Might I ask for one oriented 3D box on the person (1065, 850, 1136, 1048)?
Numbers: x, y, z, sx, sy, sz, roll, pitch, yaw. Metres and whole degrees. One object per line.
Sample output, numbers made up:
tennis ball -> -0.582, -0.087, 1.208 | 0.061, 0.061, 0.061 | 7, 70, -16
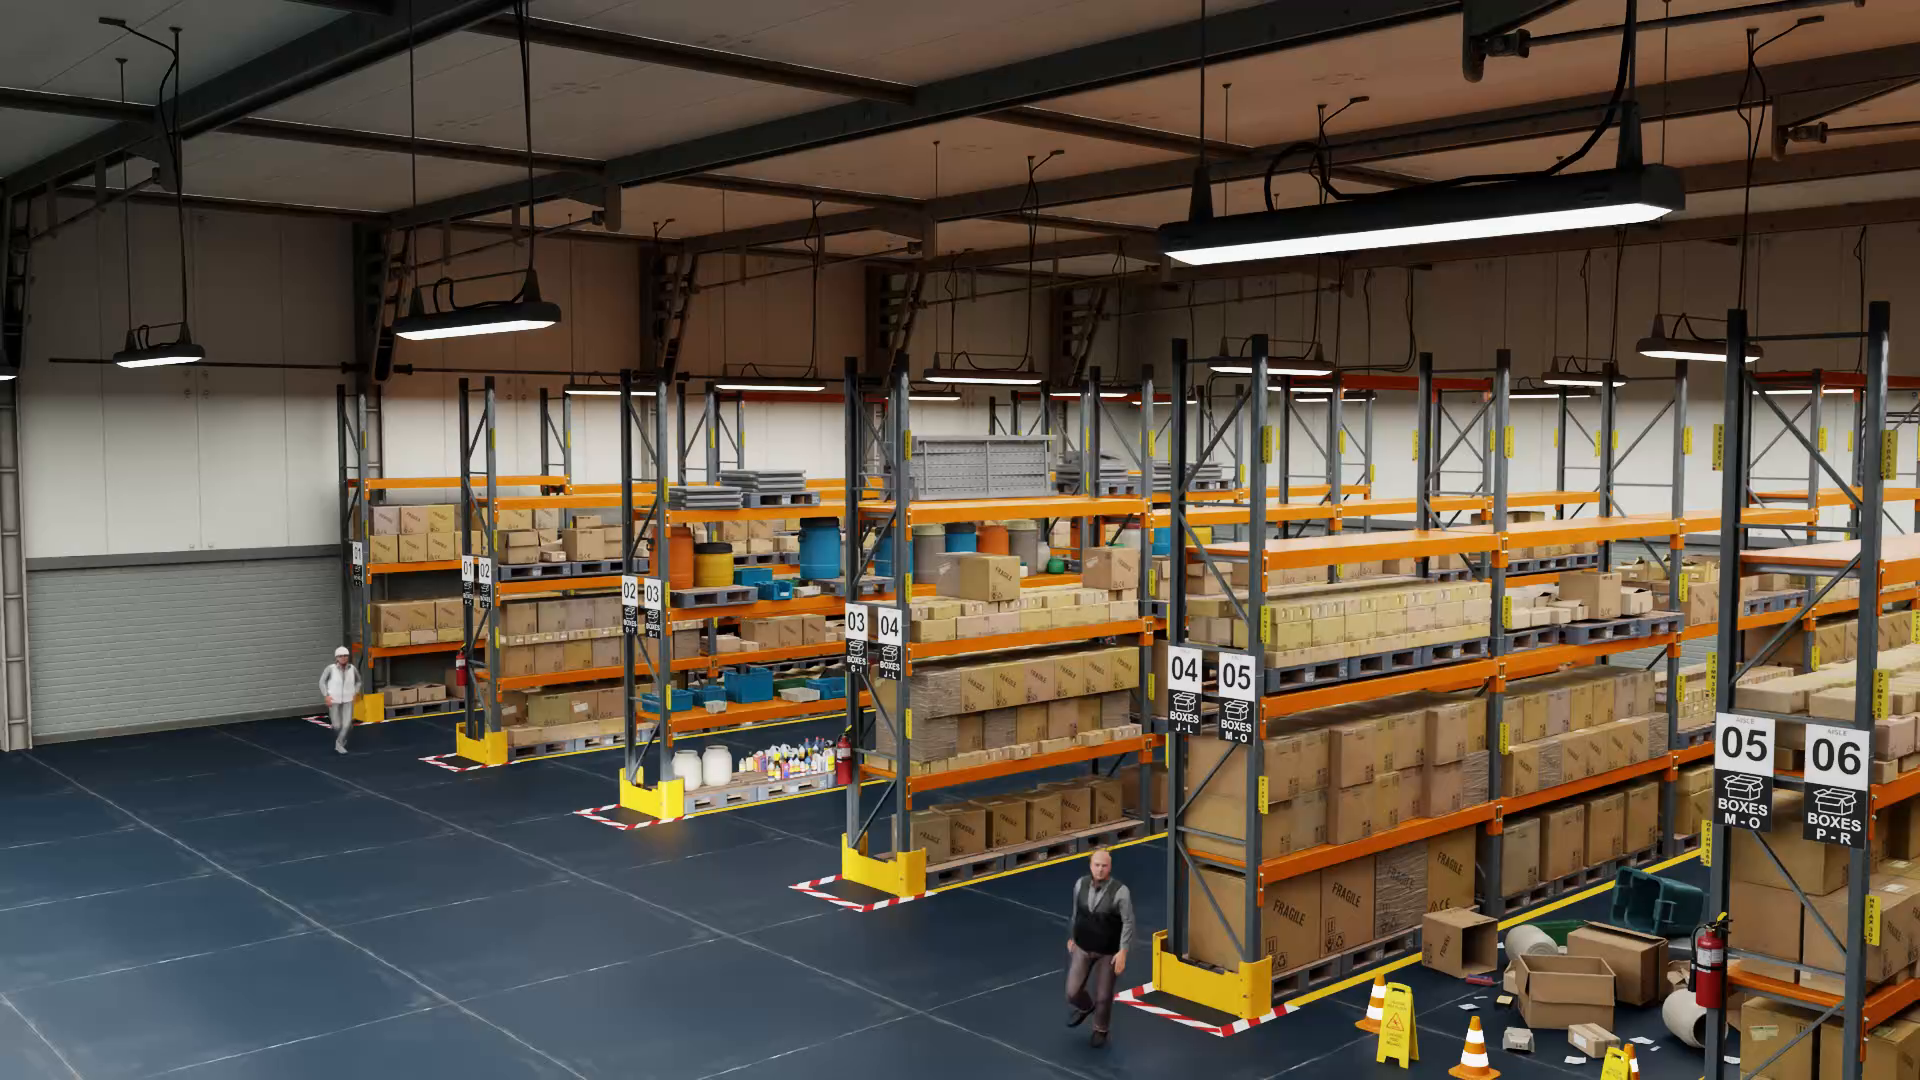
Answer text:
person -> 1.171, 3.411, 13.877 | 0.645, 1.700, 0.566 | 1, 4, 21

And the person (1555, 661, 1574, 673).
person -> 9.347, 2.617, 25.892 | 0.577, 1.655, 0.620 | 4, 5, 43

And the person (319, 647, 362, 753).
person -> -9.963, 2.526, 26.764 | 0.654, 1.650, 0.572 | -2, 4, -25
